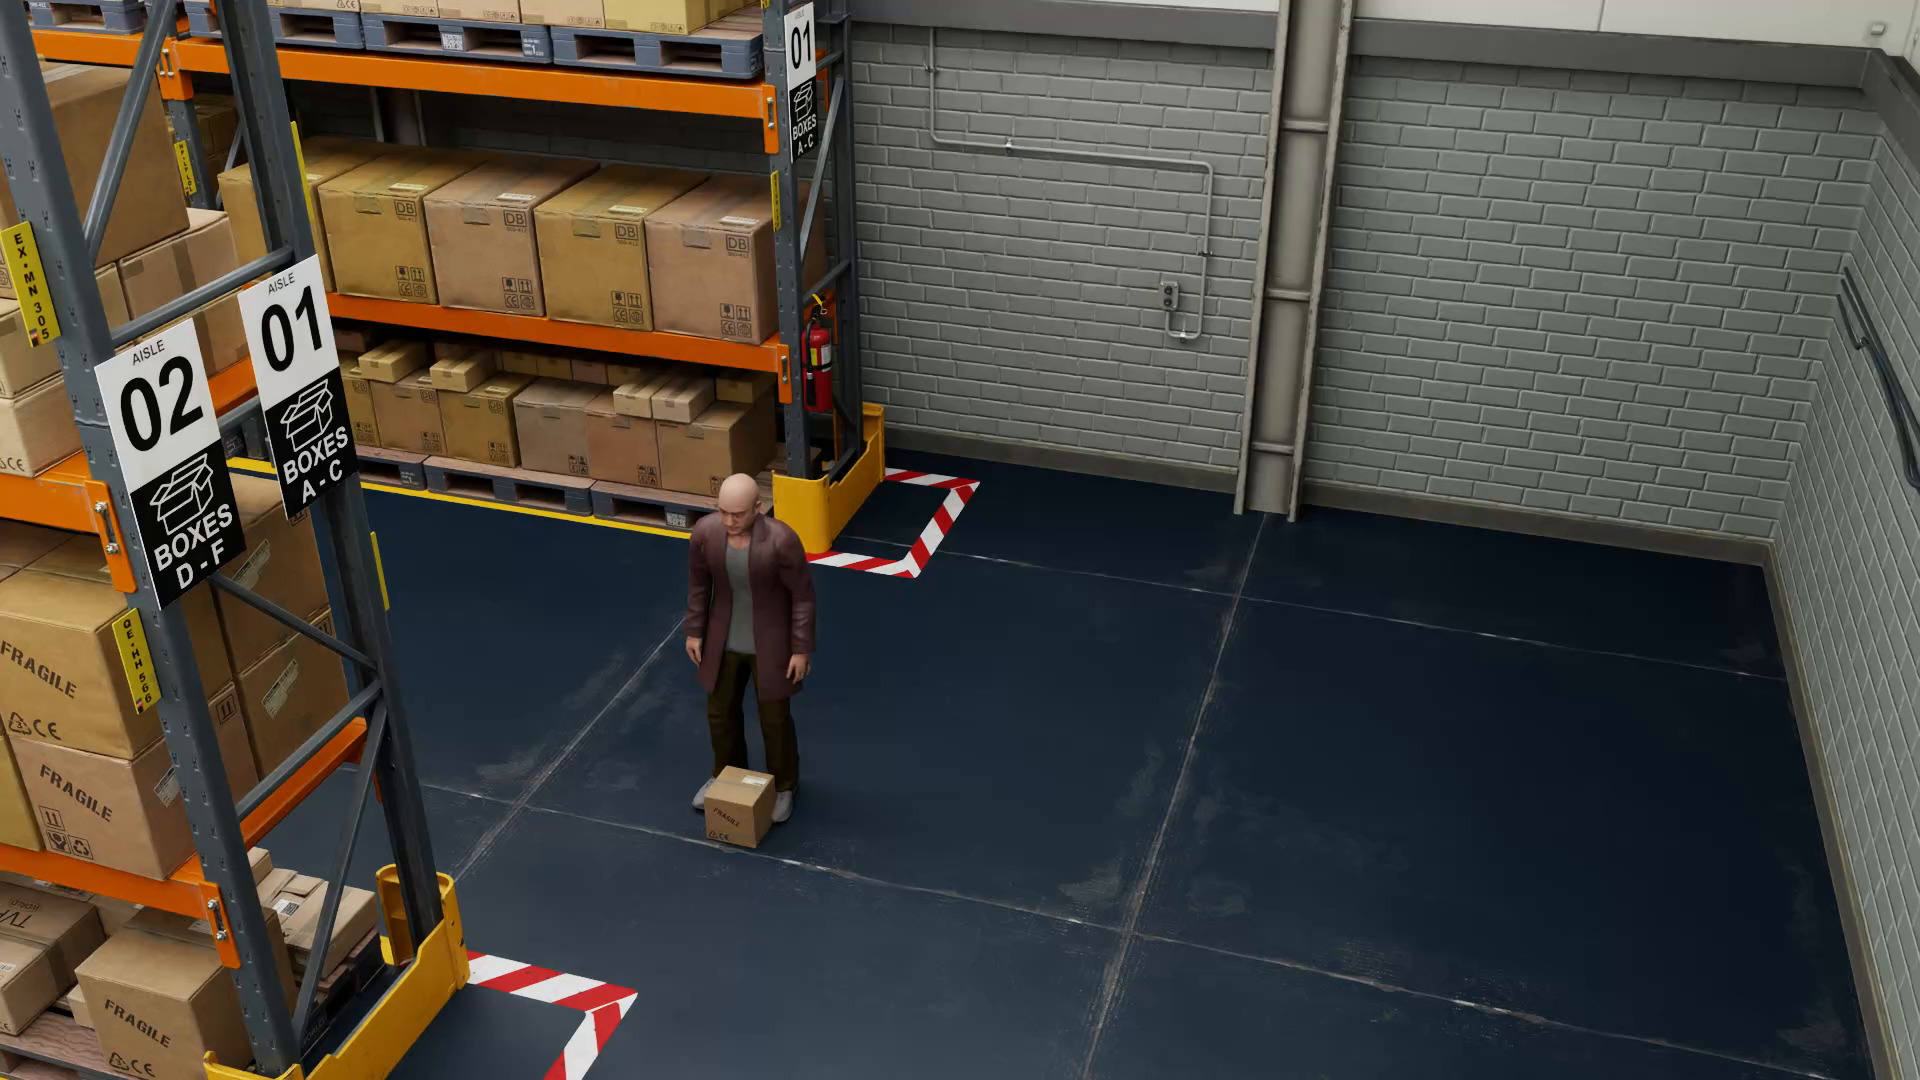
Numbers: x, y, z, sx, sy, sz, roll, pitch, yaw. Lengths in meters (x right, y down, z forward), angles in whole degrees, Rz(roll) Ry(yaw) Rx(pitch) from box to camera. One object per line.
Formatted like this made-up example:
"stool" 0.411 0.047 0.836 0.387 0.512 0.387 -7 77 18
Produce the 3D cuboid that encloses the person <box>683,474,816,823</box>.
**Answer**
"person" -0.968 0.474 7.668 0.648 1.774 0.418 8 30 14
